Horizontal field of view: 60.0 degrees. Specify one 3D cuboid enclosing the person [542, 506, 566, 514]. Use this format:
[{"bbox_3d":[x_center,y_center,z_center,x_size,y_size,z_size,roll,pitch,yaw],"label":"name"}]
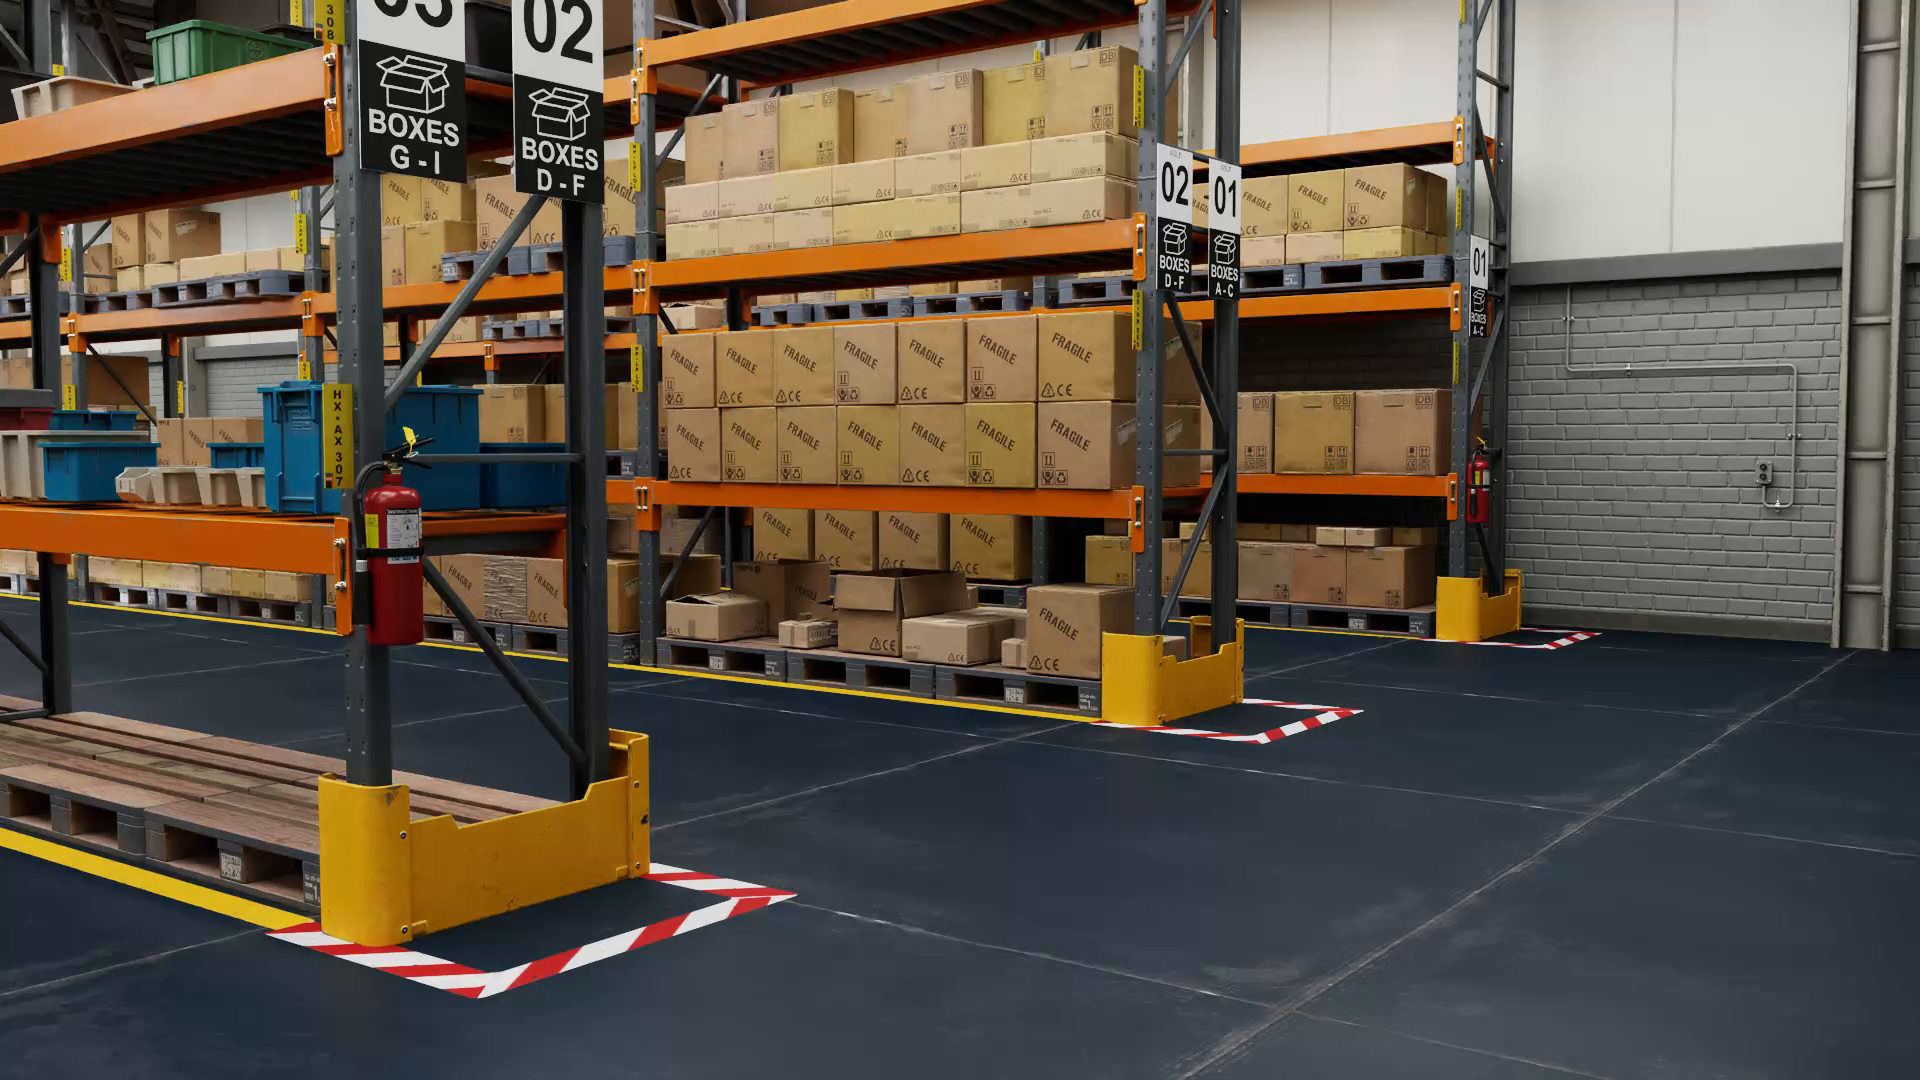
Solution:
[{"bbox_3d":[-3.903,-0.211,16.247,0.459,1.633,0.475,2,4,27],"label":"person"}]
